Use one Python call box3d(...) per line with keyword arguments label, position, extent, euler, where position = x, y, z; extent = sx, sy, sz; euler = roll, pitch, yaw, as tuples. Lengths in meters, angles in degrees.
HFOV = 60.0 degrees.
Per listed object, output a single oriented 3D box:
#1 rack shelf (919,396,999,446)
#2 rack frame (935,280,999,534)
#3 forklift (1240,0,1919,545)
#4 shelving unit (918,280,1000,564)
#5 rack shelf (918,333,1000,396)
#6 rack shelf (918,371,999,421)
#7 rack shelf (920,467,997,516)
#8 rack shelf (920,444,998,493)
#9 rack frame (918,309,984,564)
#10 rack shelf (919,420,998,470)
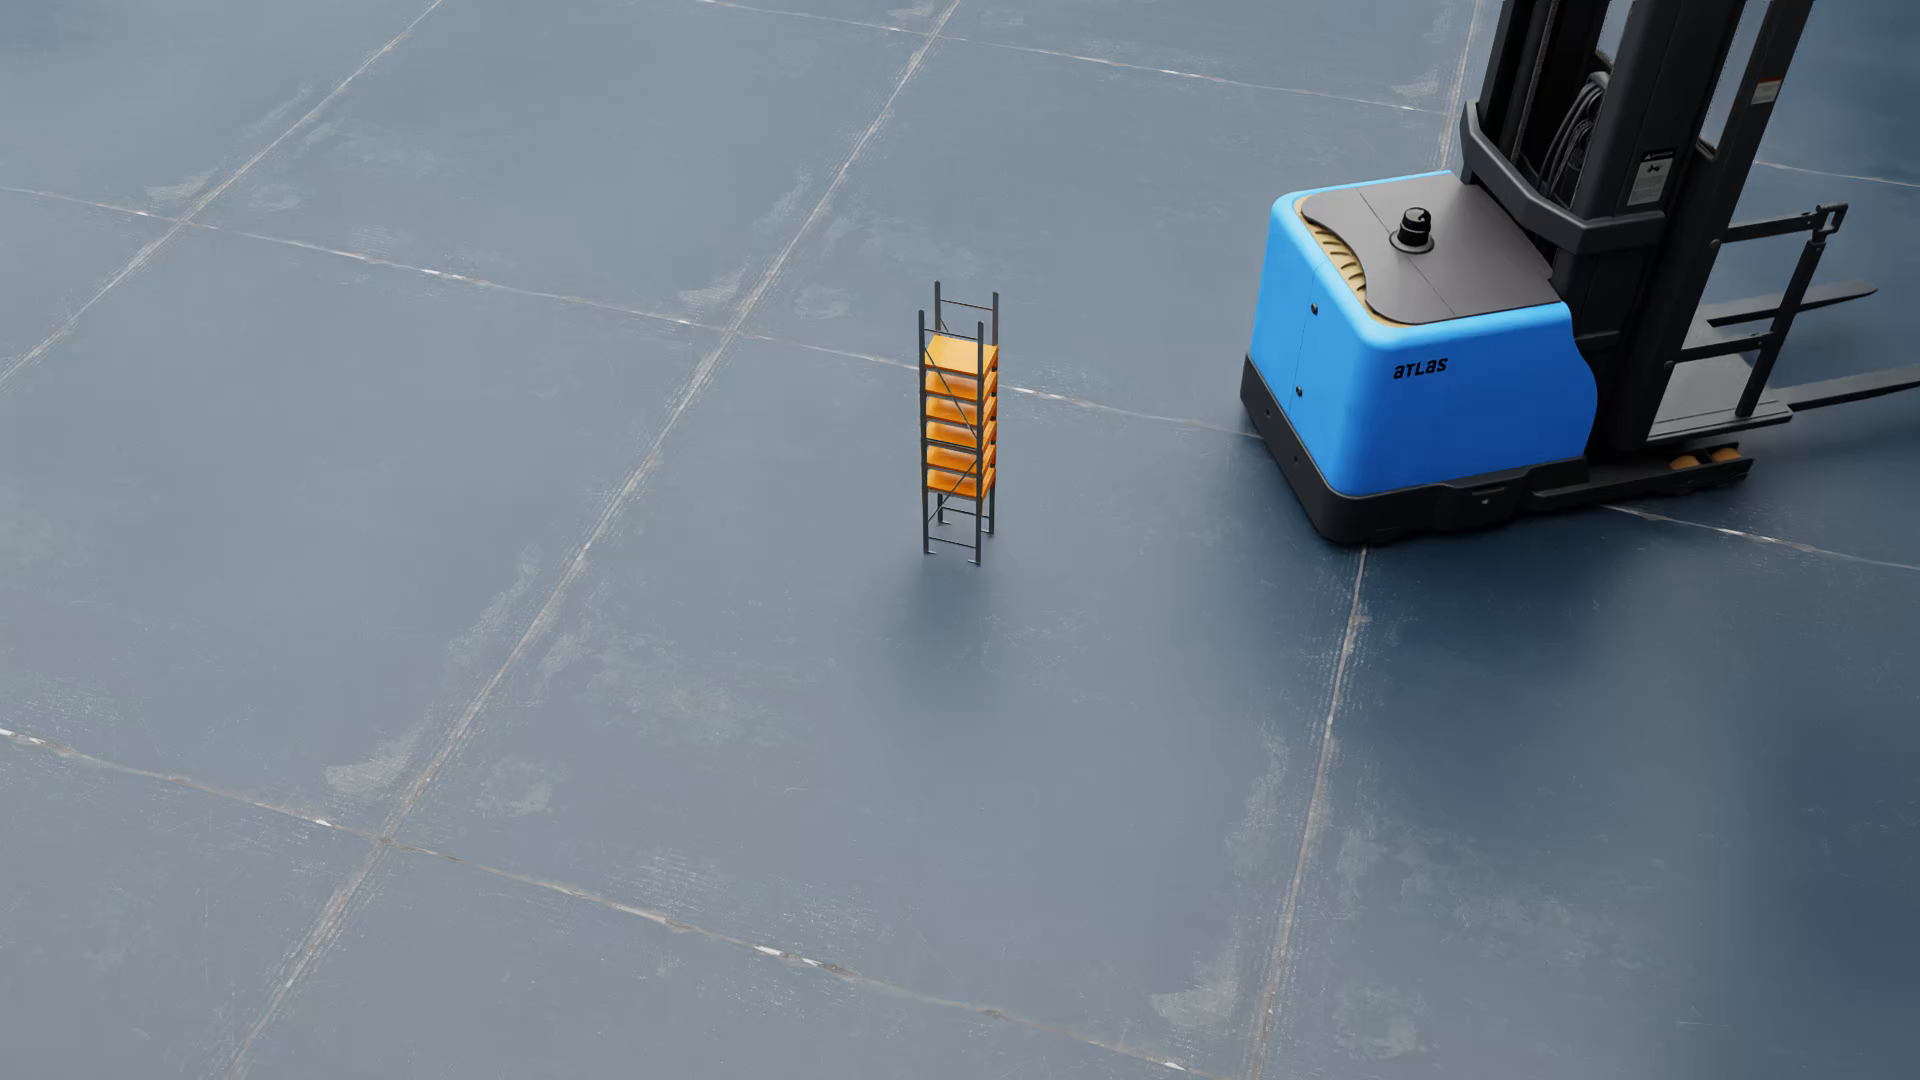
box3d(label="rack shelf", position=(-0.004, -0.473, 6.268), extent=(0.258, 0.103, 0.180), euler=(13, 46, 12))
box3d(label="rack frame", position=(0.023, -0.480, 6.383), extent=(0.240, 1.200, 0.006), euler=(13, 46, 12))
box3d(label="forklift", position=(2.801, -1.587, 6.276), extent=(3.031, 2.935, 1.130), euler=(-10, 45, -10))
box3d(label="shelving unit", position=(-0.004, -0.419, 6.321), extent=(0.258, 1.200, 0.189), euler=(13, 46, 12))
box3d(label="rack shelf", position=(-0.004, -0.645, 6.100), extent=(0.258, 0.103, 0.180), euler=(13, 46, 12))
box3d(label="rack shelf", position=(-0.004, -0.559, 6.184), extent=(0.258, 0.103, 0.180), euler=(13, 46, 12))
box3d(label="rack shelf", position=(-0.004, -0.216, 6.519), extent=(0.258, 0.103, 0.180), euler=(13, 46, 12))
box3d(label="rack shelf", position=(-0.004, -0.302, 6.436), extent=(0.258, 0.103, 0.180), euler=(13, 46, 12))
box3d(label="rack frame", position=(-0.032, -0.358, 6.258), extent=(0.240, 1.200, 0.006), euler=(13, 46, 12))
box3d(label="rack shelf", position=(-0.004, -0.387, 6.352), extent=(0.258, 0.103, 0.180), euler=(13, 46, 12))
